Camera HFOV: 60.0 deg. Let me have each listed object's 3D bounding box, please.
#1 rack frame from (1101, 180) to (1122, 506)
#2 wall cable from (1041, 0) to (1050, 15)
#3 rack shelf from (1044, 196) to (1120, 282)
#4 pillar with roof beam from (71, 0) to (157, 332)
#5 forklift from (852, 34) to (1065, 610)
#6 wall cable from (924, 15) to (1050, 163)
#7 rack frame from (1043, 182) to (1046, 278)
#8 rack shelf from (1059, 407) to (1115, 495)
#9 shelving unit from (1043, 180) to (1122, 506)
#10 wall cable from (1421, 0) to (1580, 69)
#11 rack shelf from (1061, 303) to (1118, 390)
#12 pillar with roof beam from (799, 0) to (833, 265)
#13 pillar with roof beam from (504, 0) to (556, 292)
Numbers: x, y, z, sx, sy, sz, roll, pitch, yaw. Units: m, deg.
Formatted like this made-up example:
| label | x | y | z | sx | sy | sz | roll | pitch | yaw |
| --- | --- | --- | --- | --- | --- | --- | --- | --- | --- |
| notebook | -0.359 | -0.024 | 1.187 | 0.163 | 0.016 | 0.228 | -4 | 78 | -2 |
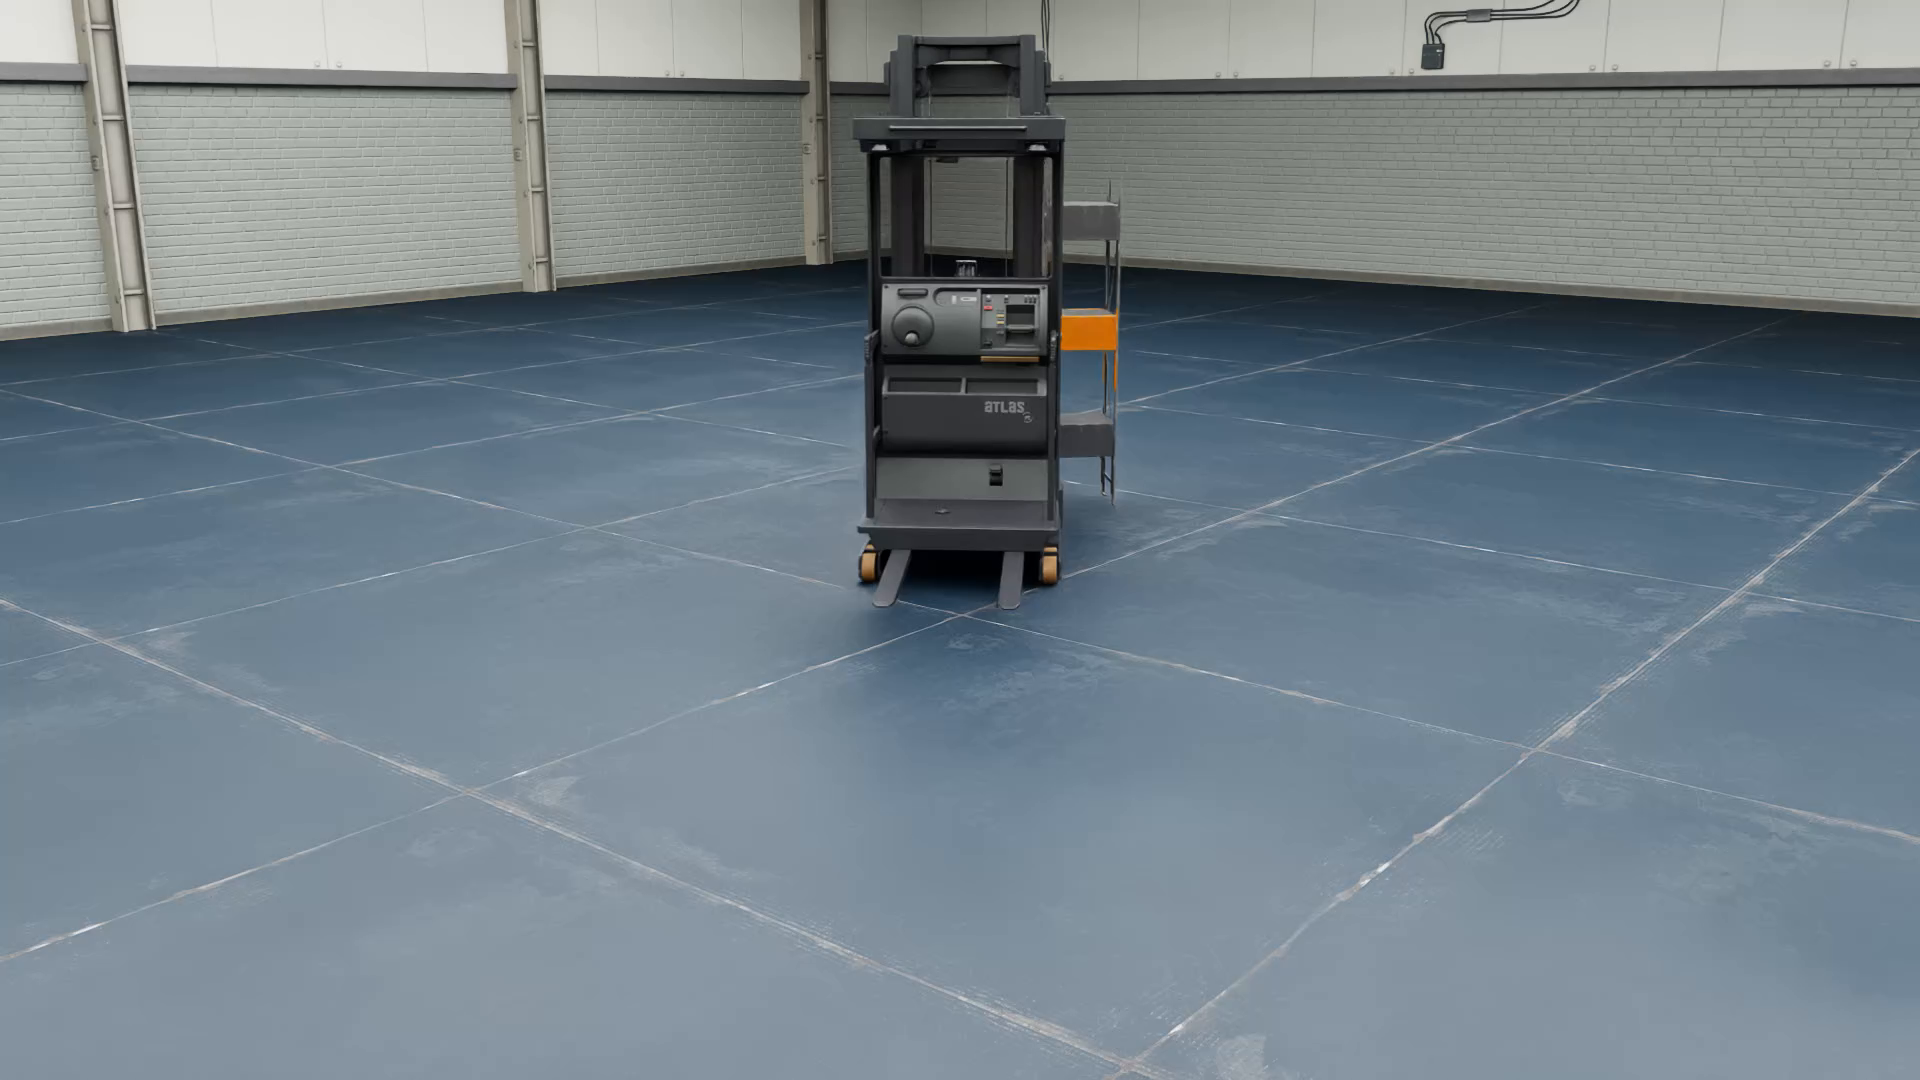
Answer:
| label | x | y | z | sx | sy | sz | roll | pitch | yaw |
| --- | --- | --- | --- | --- | --- | --- | --- | --- | --- |
| rack frame | 0.996 | -1.288 | 10.930 | 0.015 | 2.100 | 0.400 | -1 | 14 | -6 |
| wall cable | 2.507 | -10.099 | 27.649 | 3.097 | 2.526 | 0.112 | 11 | 18 | 38 |
| rack shelf | 0.753 | -1.947 | 10.737 | 0.480 | 0.518 | 0.431 | -1 | 14 | -6 |
| pillar with roof beam | -6.671 | -6.251 | 16.453 | 9.100 | 9.000 | 0.400 | 11 | 18 | 38 |
| forklift | 0.015 | -1.254 | 9.108 | 1.130 | 2.935 | 3.031 | 1 | 14 | 3 |
| wall cable | 0.403 | -8.070 | 29.919 | 3.097 | 2.526 | 0.112 | 11 | 18 | 38 |
| rack frame | 0.511 | -1.276 | 10.882 | 0.015 | 2.100 | 0.400 | -1 | 14 | -6 |
| rack shelf | 0.753 | -0.591 | 11.082 | 0.480 | 0.518 | 0.431 | -1 | 14 | -6 |
| shelving unit | 0.753 | -1.282 | 10.906 | 0.503 | 2.100 | 0.431 | -1 | 14 | -6 |
| wall cable | 7.777 | -9.751 | 23.323 | 2.305 | 6.003 | 0.169 | 11 | 18 | 38 |
| rack shelf | 0.753 | -1.269 | 10.909 | 0.480 | 0.518 | 0.431 | -1 | 14 | -6 |
| pillar with roof beam | 0.871 | -8.549 | 25.499 | 9.100 | 9.000 | 0.400 | 11 | 18 | 38 |
| pillar with roof beam | -2.900 | -7.400 | 20.976 | 9.100 | 9.000 | 0.400 | 11 | 18 | 38 |
